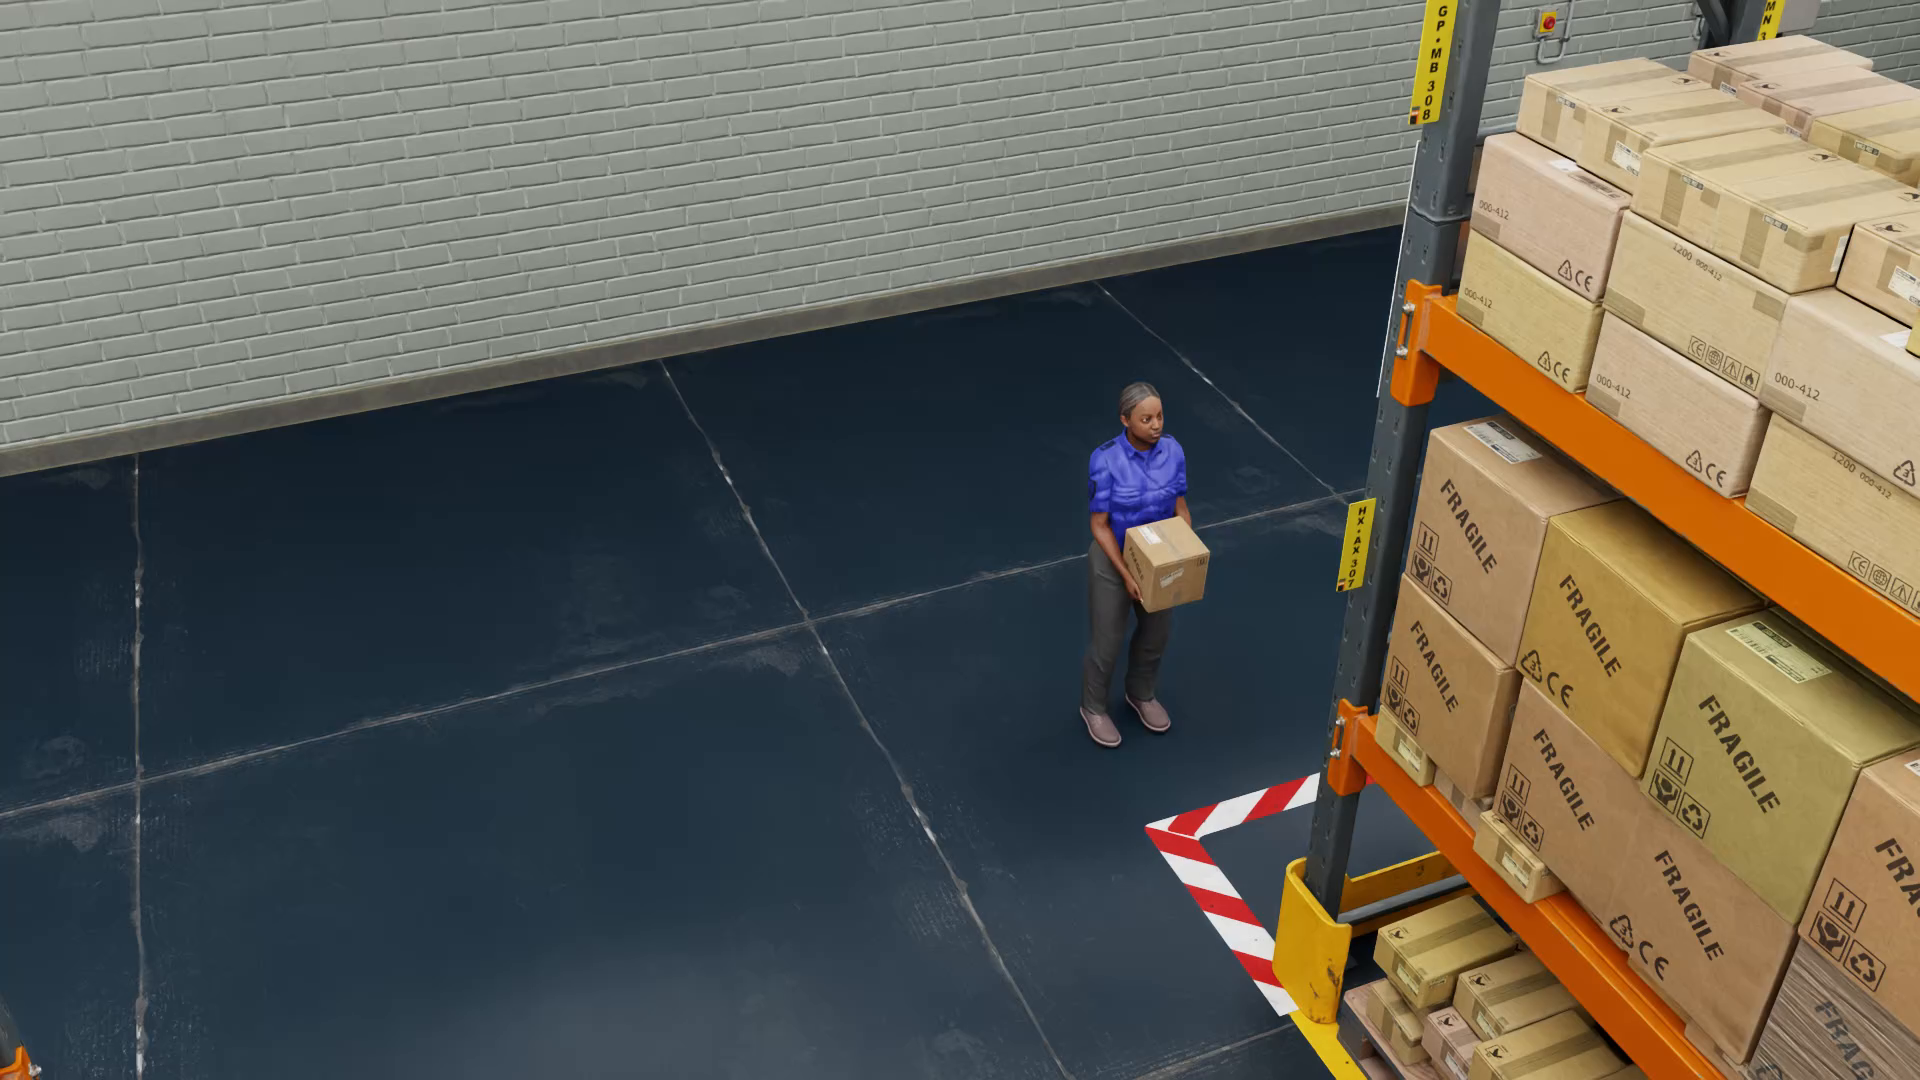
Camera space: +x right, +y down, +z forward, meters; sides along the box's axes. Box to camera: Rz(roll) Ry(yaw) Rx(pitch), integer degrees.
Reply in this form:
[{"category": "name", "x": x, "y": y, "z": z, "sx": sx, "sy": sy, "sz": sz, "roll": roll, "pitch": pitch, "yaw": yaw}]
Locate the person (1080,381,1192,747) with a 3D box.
[{"category": "person", "x": 0.760, "y": 0.145, "z": 6.933, "sx": 0.452, "sy": 1.649, "sz": 0.512, "roll": -13, "pitch": 36, "yaw": -19}]
